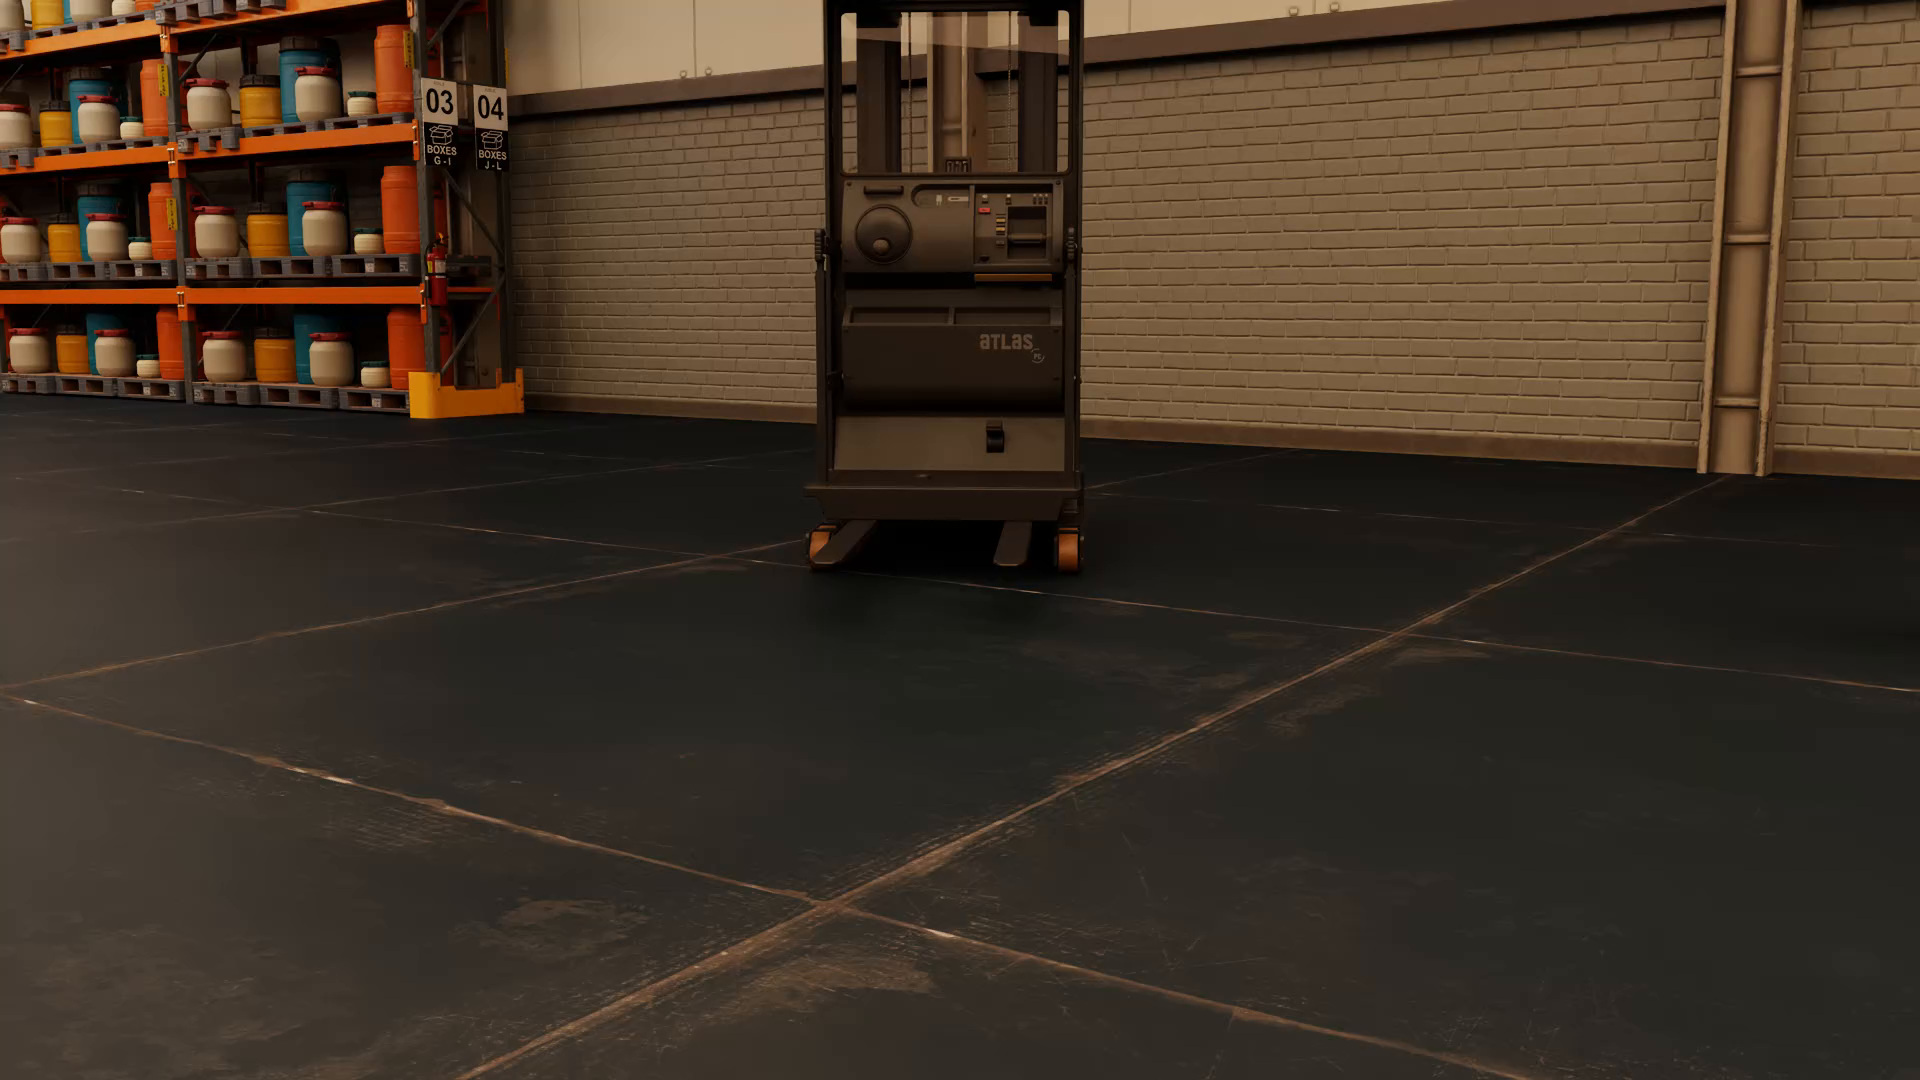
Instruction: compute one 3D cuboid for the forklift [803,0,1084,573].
[{"bbox_3d":[-0.042,-1.363,6.781,1.130,2.935,3.031,1,8,4],"label":"forklift"}]
